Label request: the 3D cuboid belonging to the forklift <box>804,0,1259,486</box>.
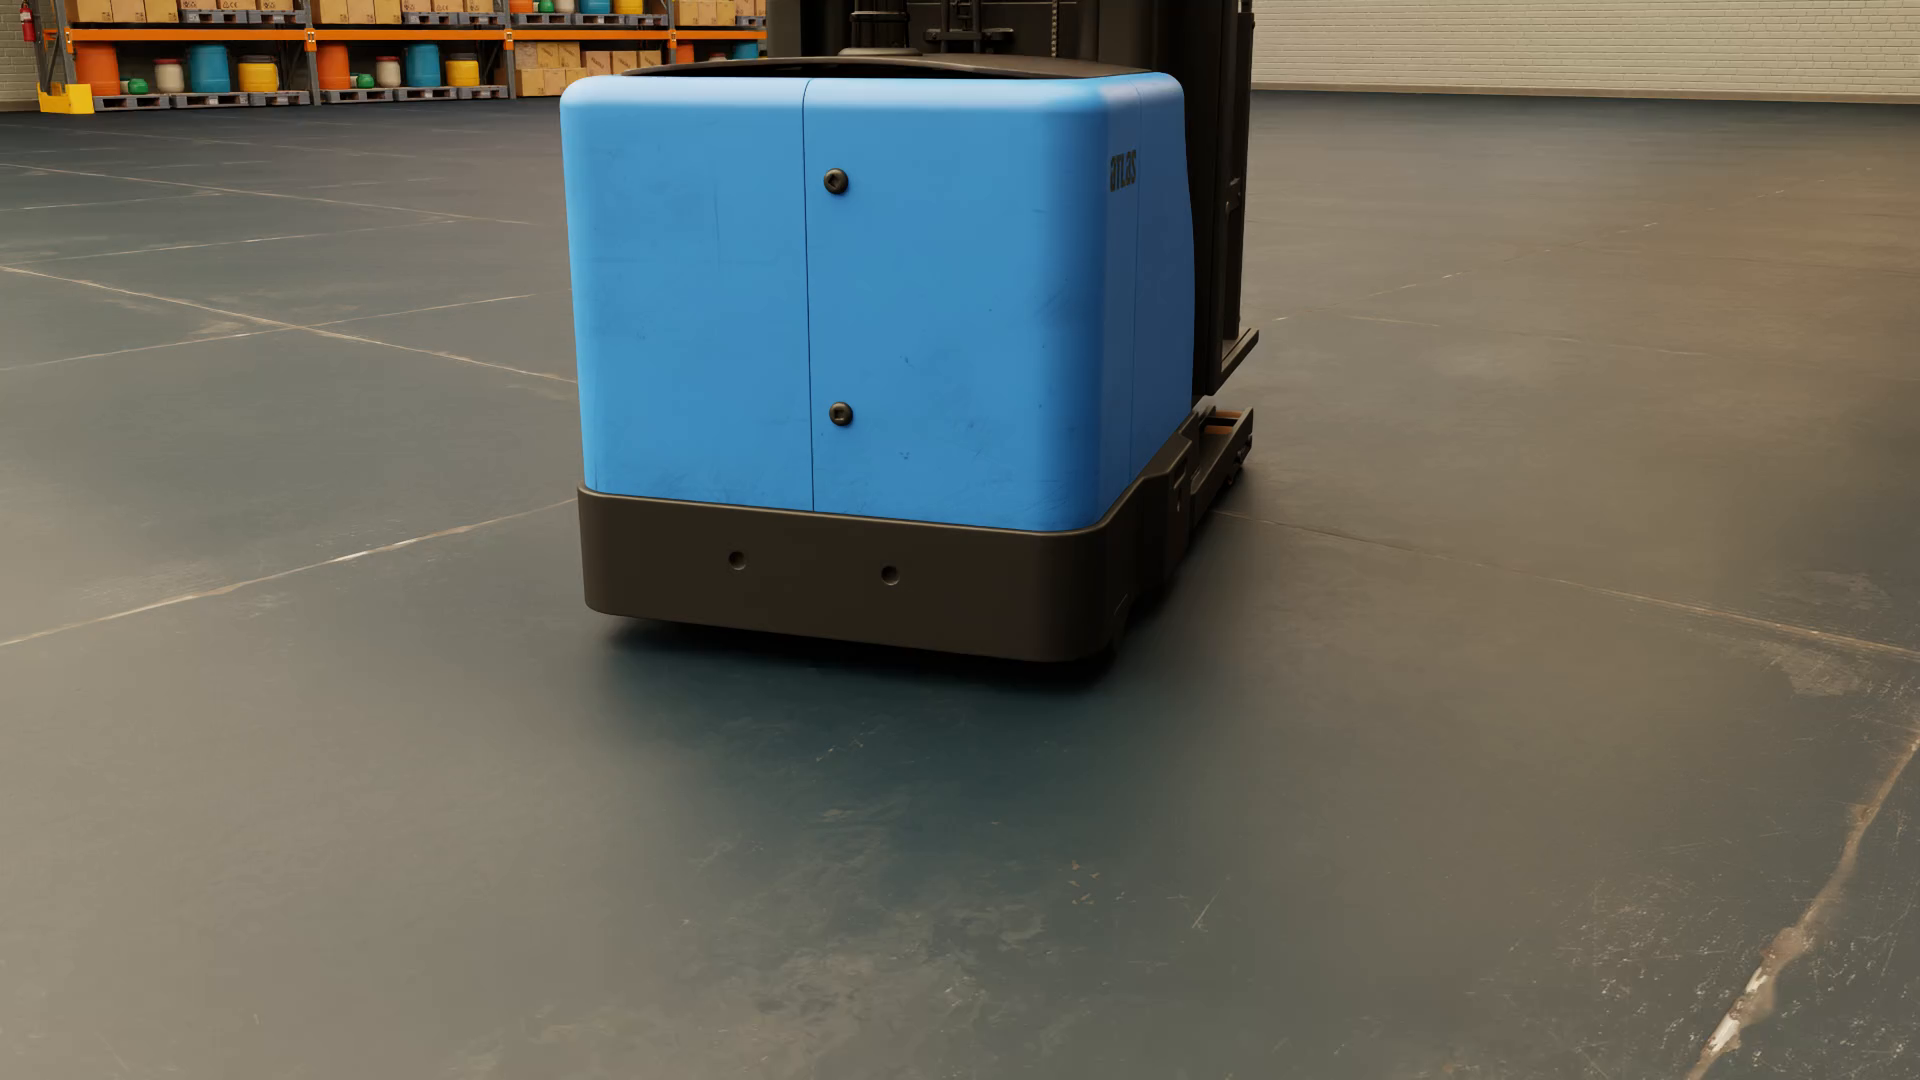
[{"bbox_3d":[0.186,-1.571,4.071,1.121,2.935,3.031,5,18,17],"label":"forklift"}]
